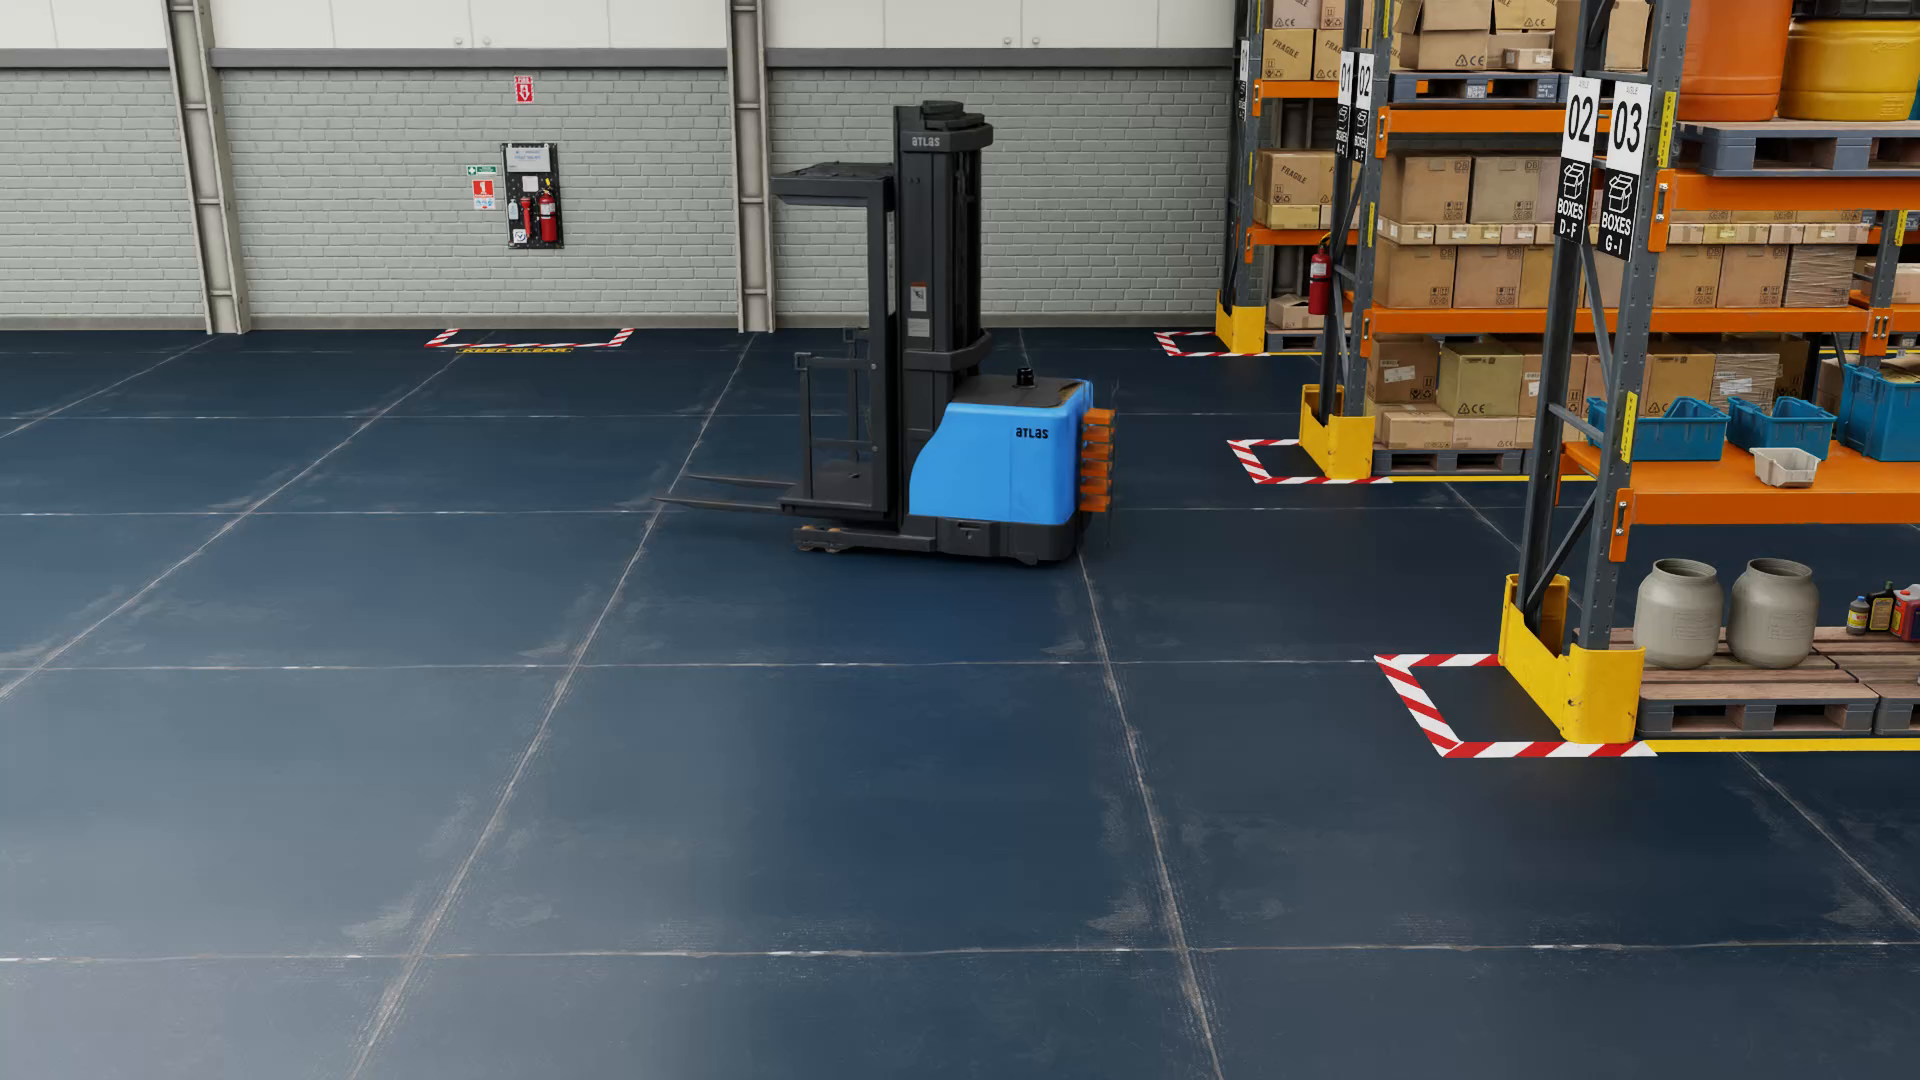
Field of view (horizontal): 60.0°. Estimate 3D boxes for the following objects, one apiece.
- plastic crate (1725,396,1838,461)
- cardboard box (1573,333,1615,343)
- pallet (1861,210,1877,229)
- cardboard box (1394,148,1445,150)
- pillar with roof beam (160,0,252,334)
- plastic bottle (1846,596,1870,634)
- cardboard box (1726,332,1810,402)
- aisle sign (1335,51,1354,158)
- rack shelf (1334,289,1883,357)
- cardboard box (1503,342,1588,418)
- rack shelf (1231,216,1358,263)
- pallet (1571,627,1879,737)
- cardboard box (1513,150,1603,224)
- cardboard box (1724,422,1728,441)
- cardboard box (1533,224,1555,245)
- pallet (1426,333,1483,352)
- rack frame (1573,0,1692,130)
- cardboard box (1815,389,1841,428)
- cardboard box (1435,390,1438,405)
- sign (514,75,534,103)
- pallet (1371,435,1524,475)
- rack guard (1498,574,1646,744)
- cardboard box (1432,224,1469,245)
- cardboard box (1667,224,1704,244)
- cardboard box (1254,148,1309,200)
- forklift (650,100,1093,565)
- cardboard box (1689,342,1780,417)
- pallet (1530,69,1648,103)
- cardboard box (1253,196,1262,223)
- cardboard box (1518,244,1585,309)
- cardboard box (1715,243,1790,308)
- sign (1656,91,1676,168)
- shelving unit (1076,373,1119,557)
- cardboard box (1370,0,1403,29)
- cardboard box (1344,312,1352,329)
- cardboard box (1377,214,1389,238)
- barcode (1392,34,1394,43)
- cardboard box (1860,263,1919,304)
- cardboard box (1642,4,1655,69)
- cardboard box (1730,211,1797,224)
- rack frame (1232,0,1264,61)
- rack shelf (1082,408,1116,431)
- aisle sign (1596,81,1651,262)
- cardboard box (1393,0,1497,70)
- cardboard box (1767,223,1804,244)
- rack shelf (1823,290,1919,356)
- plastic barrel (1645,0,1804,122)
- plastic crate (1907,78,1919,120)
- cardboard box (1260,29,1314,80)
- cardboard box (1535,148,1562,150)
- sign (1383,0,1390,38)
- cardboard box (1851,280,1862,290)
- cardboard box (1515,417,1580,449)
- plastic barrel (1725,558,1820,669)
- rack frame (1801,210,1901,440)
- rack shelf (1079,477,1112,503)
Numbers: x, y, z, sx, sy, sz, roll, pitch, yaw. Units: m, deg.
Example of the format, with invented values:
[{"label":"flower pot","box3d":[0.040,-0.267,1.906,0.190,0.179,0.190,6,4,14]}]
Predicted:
[{"label":"plastic crate","box3d":[4.294,-0.592,8.727,0.408,0.251,0.499,0,18,-1]},{"label":"cardboard box","box3d":[5.105,-1.433,13.692,0.500,0.500,0.500,0,18,-1]},{"label":"pallet","box3d":[9.013,-3.519,17.921,1.213,0.211,1.003,0,18,-1]},{"label":"cardboard box","box3d":[4.984,-3.962,17.972,0.500,0.500,0.500,0,18,0]},{"label":"pillar with roof beam","box3d":[-8.252,-5.345,13.479,0.400,9.000,9.100,0,18,-1]},{"label":"plastic bottle","box3d":[4.978,0.412,9.213,0.097,0.201,0.097,0,18,0]},{"label":"cardboard box","box3d":[6.605,-1.441,13.716,0.500,0.500,0.500,0,18,-1]},{"label":"aisle sign","box3d":[3.004,-3.408,13.005,0.004,0.787,0.394,0,18,-1]},{"label":"rack shelf","box3d":[5.074,-1.748,13.264,4.000,0.370,1.077,0,18,-1]},{"label":"cardboard box","box3d":[4.613,-1.273,13.190,0.500,0.500,0.500,0,18,-1]},{"label":"rack shelf","box3d":[4.992,-3.261,17.980,4.000,0.370,1.077,0,18,-1]},{"label":"pallet","box3d":[4.036,0.743,8.887,1.213,0.211,1.003,0,18,-1]},{"label":"cardboard box","box3d":[4.624,-2.752,12.927,0.500,0.500,0.700,0,18,-1]},{"label":"cardboard box","box3d":[6.113,-0.923,13.327,0.500,0.250,0.500,0,18,-1]},{"label":"cardboard box","box3d":[4.502,-2.379,12.827,0.250,0.149,0.380,-1,18,-3]},{"label":"pallet","box3d":[5.098,-2.265,18.261,1.213,0.211,1.003,0,18,-1]},{"label":"rack frame","box3d":[3.149,-3.425,7.491,0.127,3.000,1.000,0,18,-1]},{"label":"cardboard box","box3d":[7.484,-1.081,13.822,0.500,0.250,0.500,0,18,-1]},{"label":"cardboard box","box3d":[4.105,-1.071,13.788,0.500,0.250,0.500,0,18,-1]},{"label":"sign","box3d":[-4.802,-4.966,18.324,0.199,0.298,0.001,0,18,-1]},{"label":"pallet","box3d":[3.838,-0.770,13.601,1.213,0.211,1.003,0,18,-1]},{"label":"rack guard","box3d":[3.224,0.607,8.835,0.348,0.500,1.175,0,18,-1]},{"label":"cardboard box","box3d":[3.734,-2.376,12.817,0.250,0.149,0.380,-1,18,-2]},{"label":"cardboard box","box3d":[5.536,-2.384,12.844,0.250,0.149,0.380,0,18,1]},{"label":"cardboard box","box3d":[3.460,-3.956,17.955,0.500,0.500,0.500,0,18,-1]},{"label":"forklift","box3d":[-0.643,-1.458,11.294,3.031,2.935,1.130,5,18,14]},{"label":"cardboard box","box3d":[6.113,-1.280,13.214,0.500,0.500,0.500,0,18,-1]},{"label":"pallet","box3d":[5.004,-3.469,12.686,1.213,0.211,1.003,0,18,-1]},{"label":"cardboard box","box3d":[3.457,-3.593,18.052,0.500,0.250,0.500,0,18,0]},{"label":"cardboard box","box3d":[4.563,-2.132,13.118,0.500,0.500,0.700,0,18,0]},{"label":"cardboard box","box3d":[6.103,-2.139,13.142,0.500,0.500,0.700,0,18,-1]},{"label":"sign","box3d":[3.153,-1.833,7.424,0.005,0.325,0.100,0,18,-1]},{"label":"shelving unit","box3d":[0.920,-0.498,11.131,0.189,1.200,0.258,6,19,14]},{"label":"cardboard box","box3d":[4.396,-5.476,16.963,0.500,0.500,0.500,0,18,1]},{"label":"cardboard box","box3d":[4.255,-2.502,18.117,0.500,0.311,0.500,1,18,4]},{"label":"cardboard box","box3d":[3.453,-2.497,13.197,0.250,0.149,0.380,-1,18,-2]},{"label":"barcode","box3d":[3.368,-3.934,13.041,0.075,0.075,0.001,0,18,-1]},{"label":"cardboard box","box3d":[7.565,-2.045,13.256,0.500,0.250,0.500,1,18,3]},{"label":"cardboard box","box3d":[5.425,-3.875,12.720,0.637,0.503,0.797,2,18,5]},{"label":"cardboard box","box3d":[6.125,-2.759,12.949,0.500,0.500,0.700,0,18,-1]},{"label":"rack frame","box3d":[2.992,-6.450,16.924,0.127,3.000,1.000,0,18,-1]},{"label":"rack shelf","box3d":[0.926,-0.798,11.033,0.180,0.103,0.258,6,19,14]},{"label":"aisle sign","box3d":[3.081,-1.716,7.731,0.004,0.787,0.394,0,18,-1]},{"label":"cardboard box","box3d":[3.649,-3.827,12.569,0.637,0.503,0.797,1,18,3]},{"label":"cardboard box","box3d":[6.296,-2.387,12.853,0.250,0.149,0.380,-1,18,-2]},{"label":"rack shelf","box3d":[9.073,-1.767,13.324,4.000,0.370,1.077,0,18,-1]},{"label":"plastic barrel","box3d":[3.632,-2.442,7.948,0.708,0.830,0.600,0,18,-1]},{"label":"plastic crate","box3d":[5.051,-2.090,8.267,0.575,0.384,0.392,0,18,-1]},{"label":"cardboard box","box3d":[3.331,-5.005,17.131,0.500,0.500,0.500,0,18,1]},{"label":"cardboard box","box3d":[6.518,-3.970,17.997,0.500,0.500,0.500,-1,18,-2]},{"label":"sign","box3d":[3.077,-3.794,11.991,0.005,0.325,0.100,0,18,-1]},{"label":"cardboard box","box3d":[9.755,-2.665,18.317,0.500,0.500,0.700,0,18,-1]},{"label":"cardboard box","box3d":[4.614,-0.912,13.294,0.500,0.250,0.500,0,18,-1]},{"label":"plastic barrel","box3d":[4.307,0.388,8.814,0.421,0.512,0.421,0,18,0]},{"label":"rack frame","box3d":[7.074,-2.100,13.184,0.127,3.000,1.000,0,18,-1]},{"label":"rack shelf","box3d":[0.917,-0.342,11.182,0.180,0.103,0.258,6,19,14]}]
